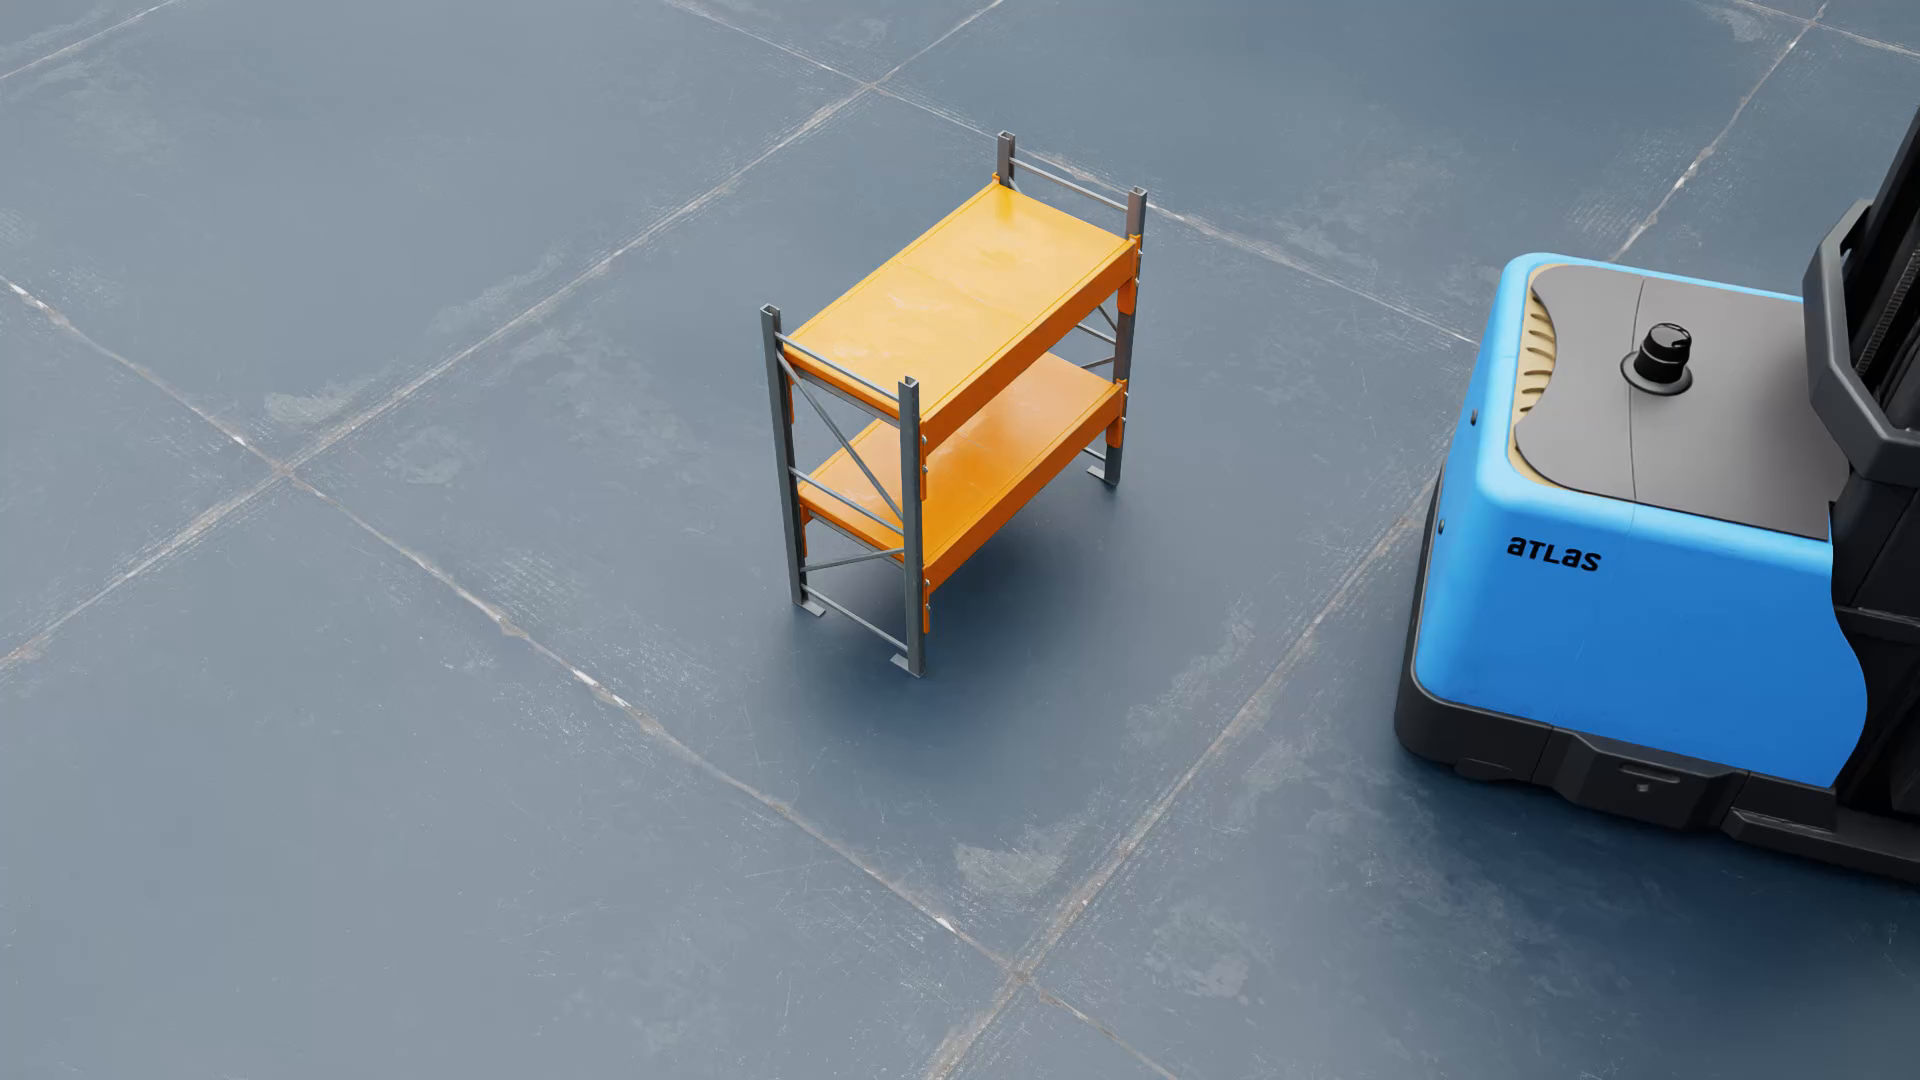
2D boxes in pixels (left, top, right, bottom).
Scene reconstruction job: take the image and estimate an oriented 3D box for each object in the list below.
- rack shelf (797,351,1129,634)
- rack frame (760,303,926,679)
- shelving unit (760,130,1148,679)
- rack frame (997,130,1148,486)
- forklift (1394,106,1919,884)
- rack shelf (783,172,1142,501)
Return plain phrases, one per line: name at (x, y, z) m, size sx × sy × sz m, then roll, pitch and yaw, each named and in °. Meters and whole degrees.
rack shelf at (0.004, -0.224, 5.024) m, size 0.538 × 0.278 × 1.000 m, roll 29°, pitch 53°, yaw 25°
rack frame at (-0.307, -0.102, 4.569) m, size 0.500 × 1.125 × 0.032 m, roll 29°, pitch 53°, yaw 25°
shelving unit at (0.004, -0.392, 4.847) m, size 0.538 × 1.125 × 1.048 m, roll 29°, pitch 53°, yaw 25°
rack frame at (0.315, -0.683, 5.125) m, size 0.500 × 1.125 × 0.032 m, roll 29°, pitch 53°, yaw 25°
forklift at (2.788, -0.422, 3.626) m, size 3.031 × 2.935 × 1.130 m, roll 13°, pitch 48°, yaw 12°
rack shelf at (0.004, -0.595, 4.635) m, size 0.538 × 0.278 × 1.000 m, roll 29°, pitch 53°, yaw 25°
